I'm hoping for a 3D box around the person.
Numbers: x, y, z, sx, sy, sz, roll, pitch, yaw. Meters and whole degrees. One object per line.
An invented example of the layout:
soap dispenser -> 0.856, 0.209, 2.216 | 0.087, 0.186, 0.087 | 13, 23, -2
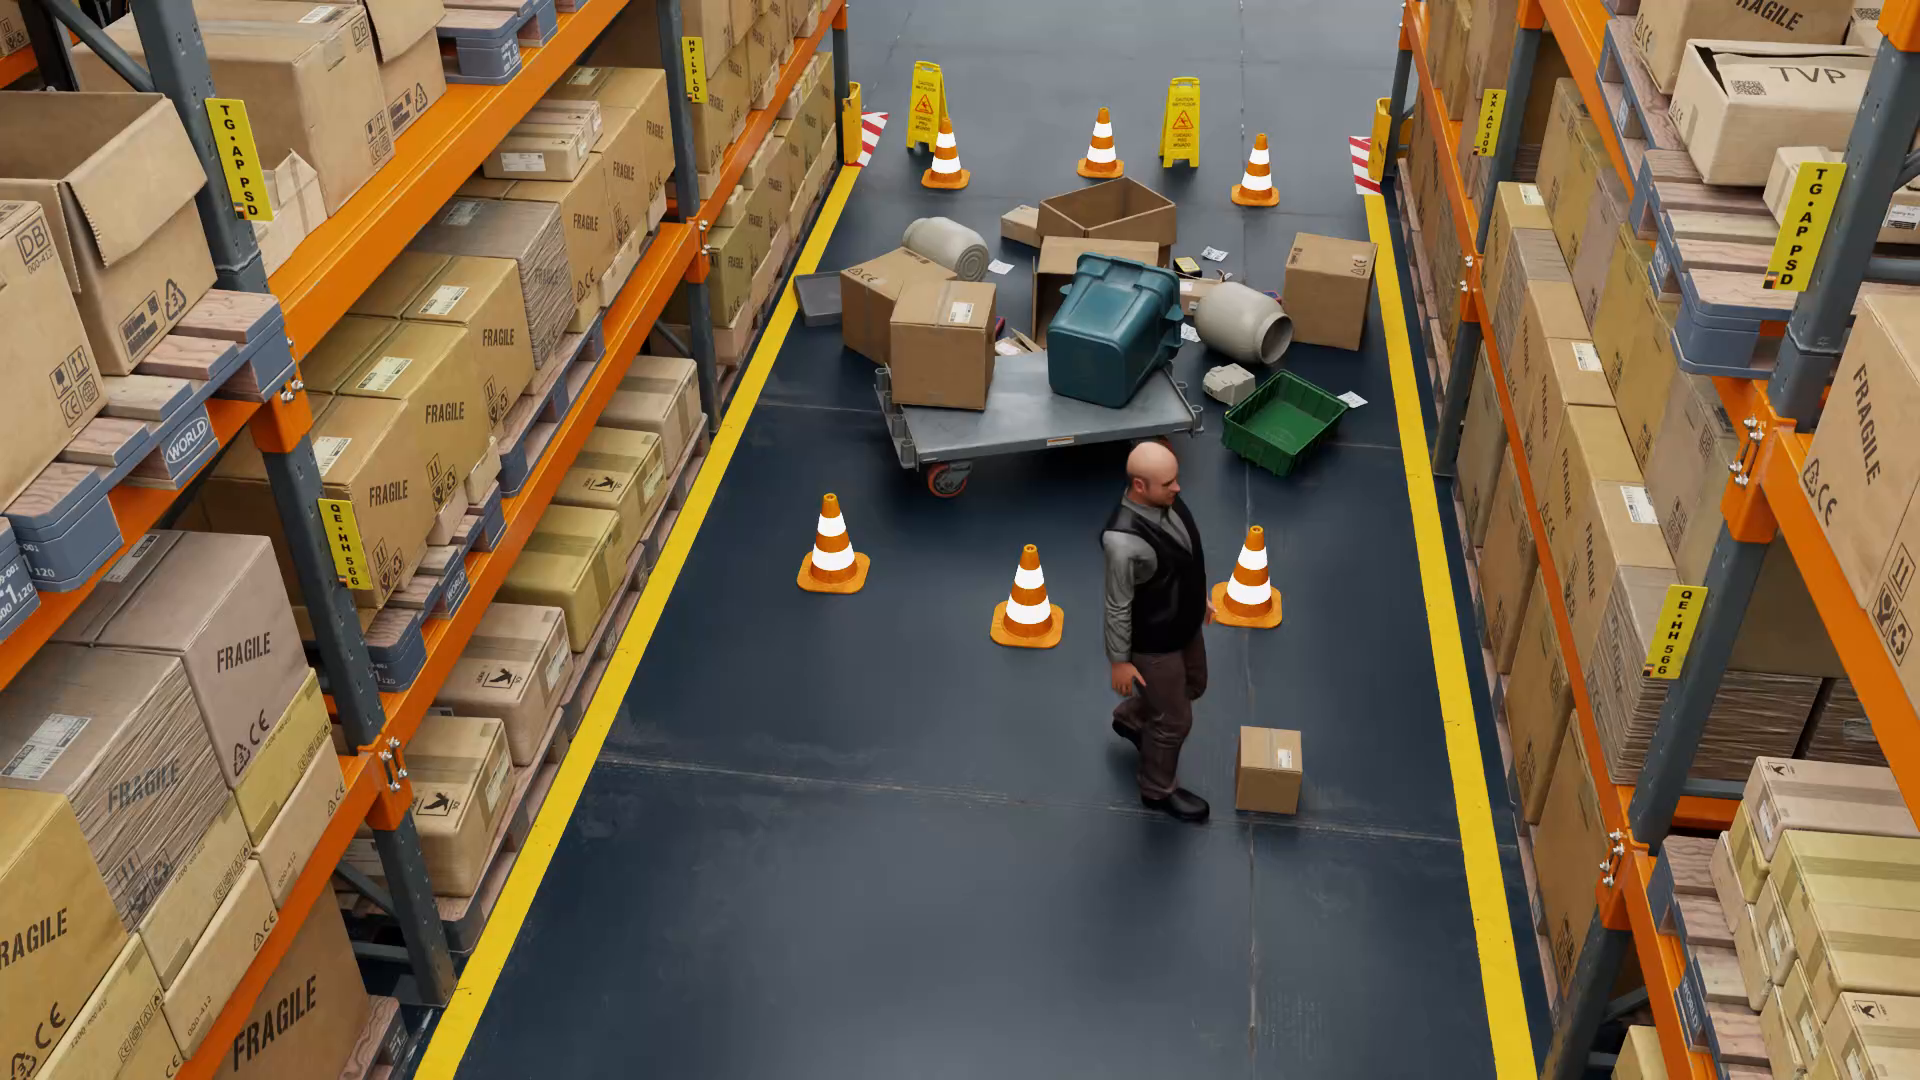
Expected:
person -> 0.820, 0.369, 6.563 | 0.528, 1.709, 0.604 | 14, 38, 19
